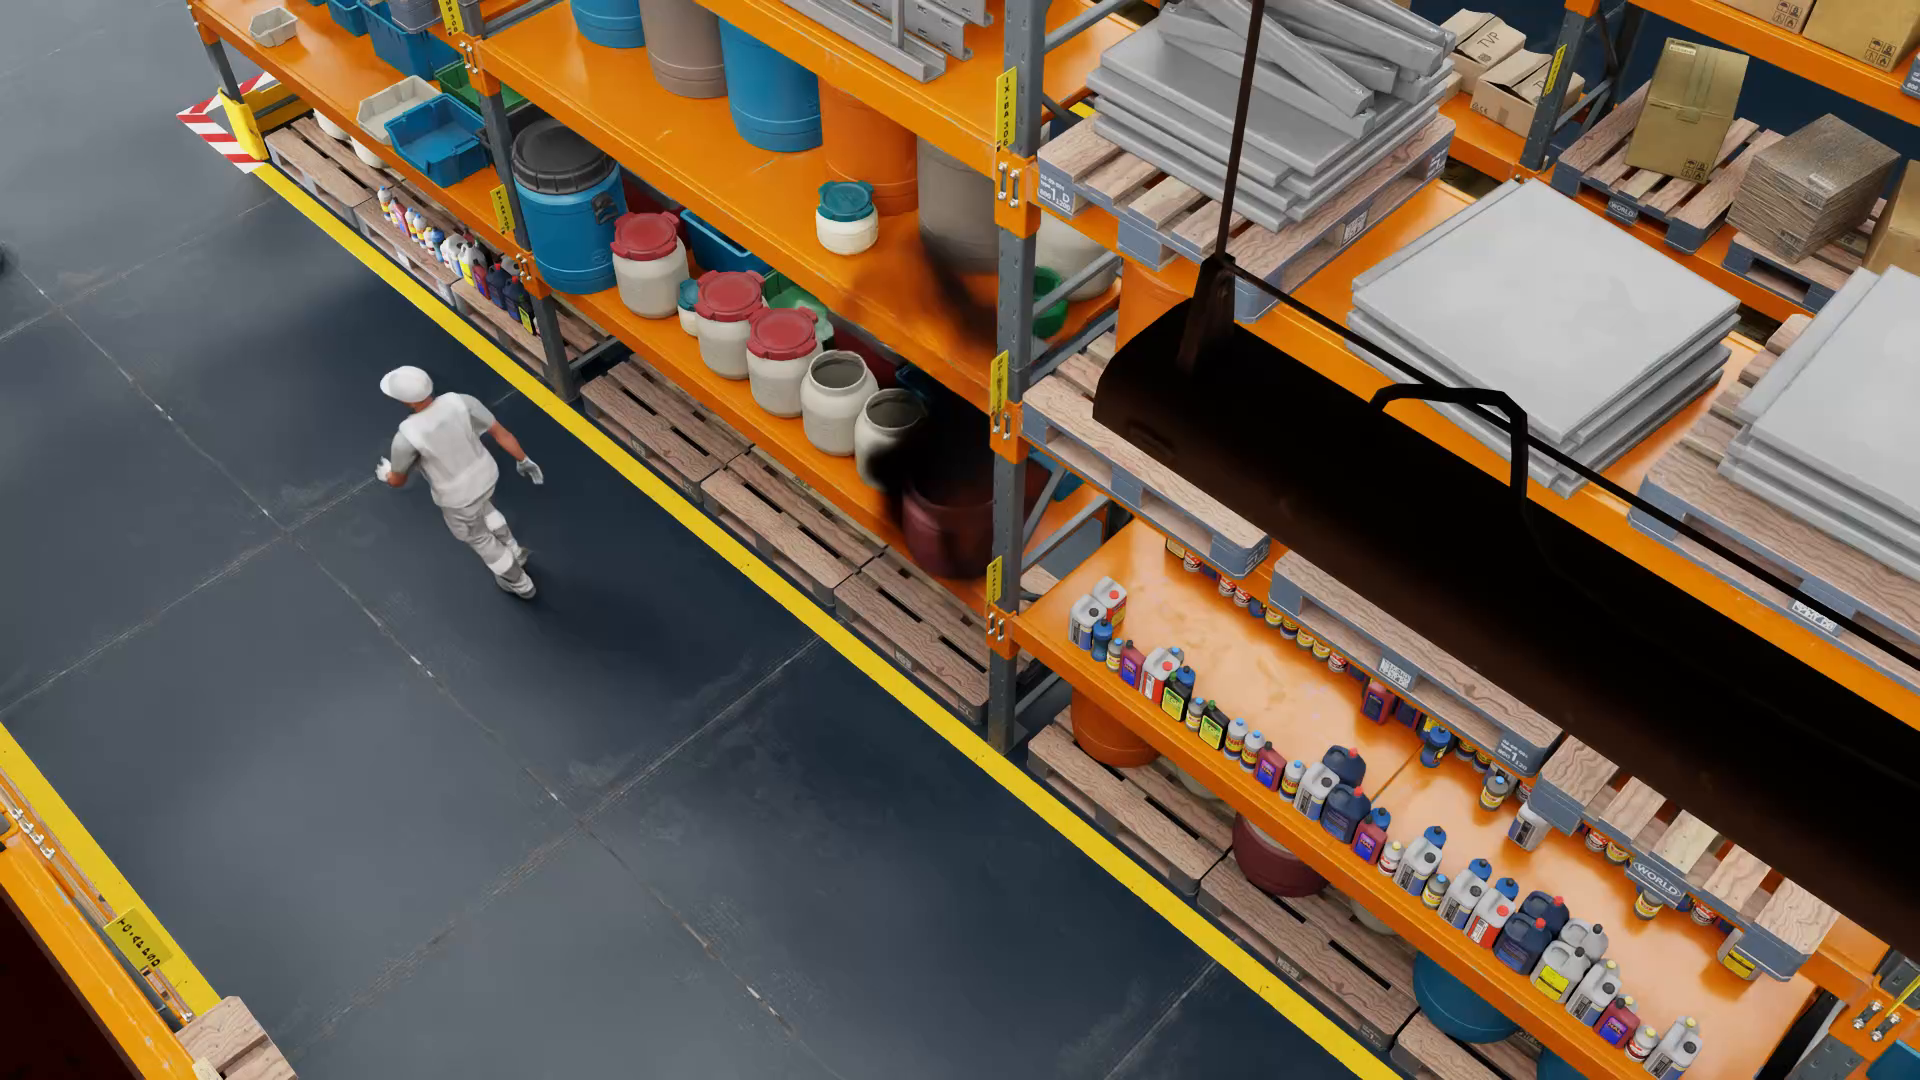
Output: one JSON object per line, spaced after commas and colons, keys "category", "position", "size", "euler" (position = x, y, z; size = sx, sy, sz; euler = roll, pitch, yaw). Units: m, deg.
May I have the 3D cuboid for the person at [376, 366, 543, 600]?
{"category": "person", "position": [-2.897, -0.350, 9.535], "size": [0.792, 1.724, 0.666], "euler": [30, 56, 23]}
